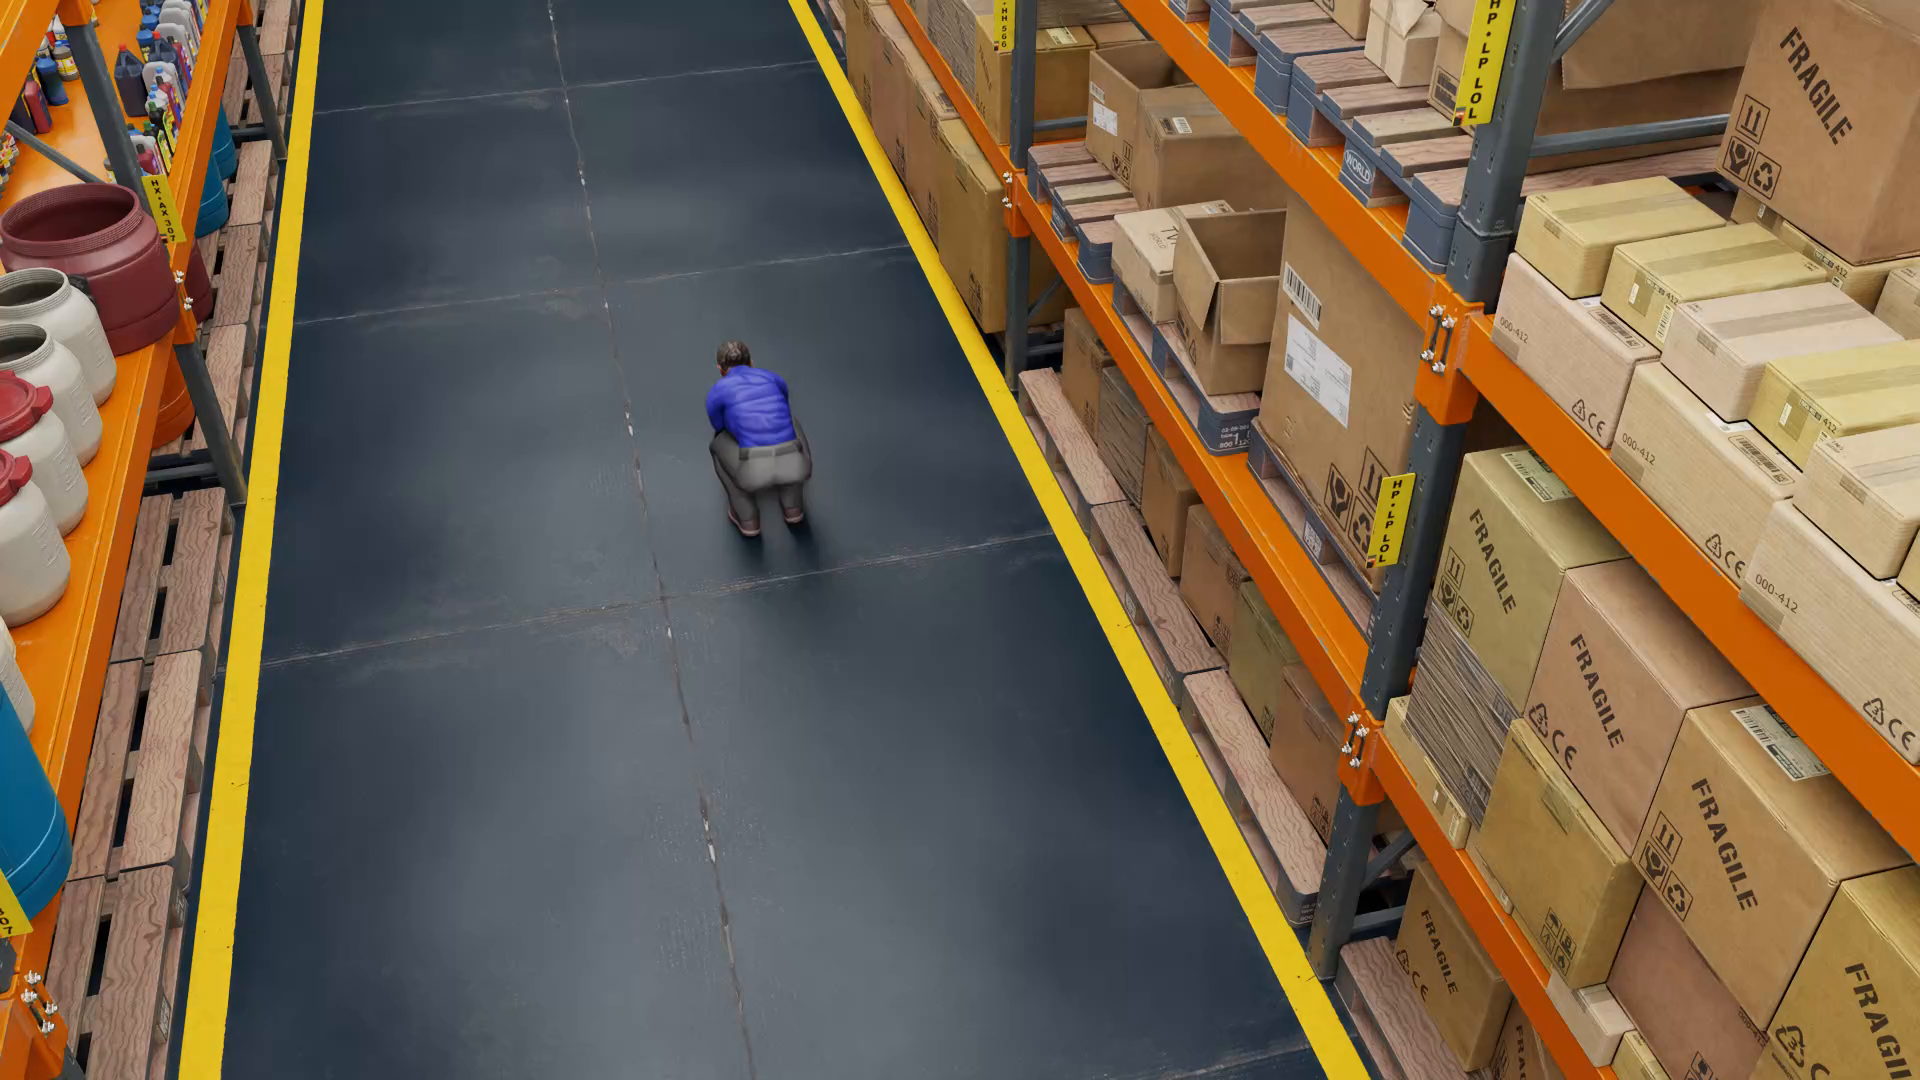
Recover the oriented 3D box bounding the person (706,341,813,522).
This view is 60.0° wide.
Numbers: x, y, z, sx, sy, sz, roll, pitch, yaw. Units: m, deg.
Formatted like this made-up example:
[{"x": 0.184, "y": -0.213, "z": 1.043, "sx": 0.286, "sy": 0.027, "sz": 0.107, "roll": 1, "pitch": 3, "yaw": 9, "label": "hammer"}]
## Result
[{"x": -0.984, "y": -0.470, "z": 8.099, "sx": 0.461, "sy": 0.799, "sz": 0.841, "roll": -10, "pitch": 40, "yaw": -12, "label": "person"}]
